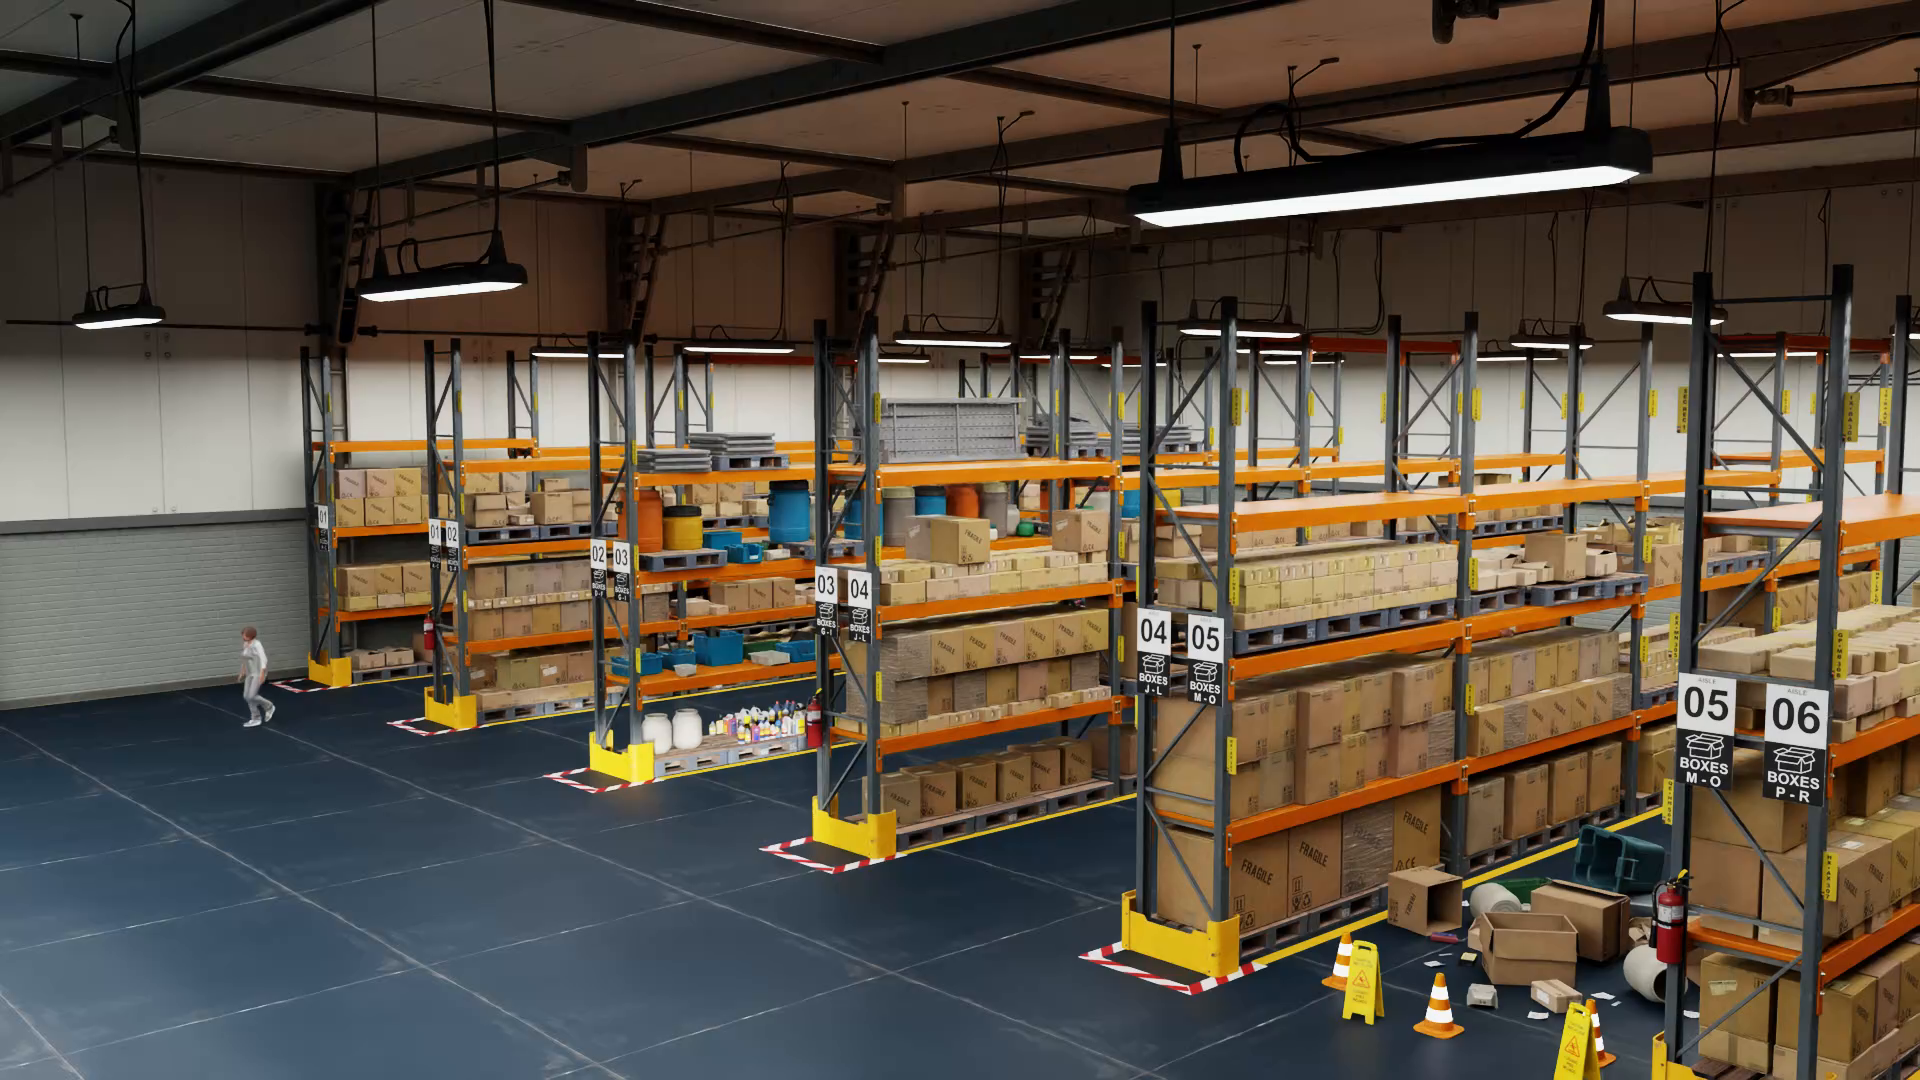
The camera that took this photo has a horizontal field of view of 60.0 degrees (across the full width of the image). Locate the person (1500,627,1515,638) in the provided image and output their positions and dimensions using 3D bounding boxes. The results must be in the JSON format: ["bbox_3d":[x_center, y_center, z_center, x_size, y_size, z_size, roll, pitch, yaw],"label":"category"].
[{"bbox_3d":[8.597,2.066,25.759,0.635,1.683,0.697,-3,6,-34],"label":"person"}]

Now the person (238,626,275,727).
[{"bbox_3d":[-10.935,2.115,25.902,0.501,1.582,0.475,4,6,38],"label":"person"}]
